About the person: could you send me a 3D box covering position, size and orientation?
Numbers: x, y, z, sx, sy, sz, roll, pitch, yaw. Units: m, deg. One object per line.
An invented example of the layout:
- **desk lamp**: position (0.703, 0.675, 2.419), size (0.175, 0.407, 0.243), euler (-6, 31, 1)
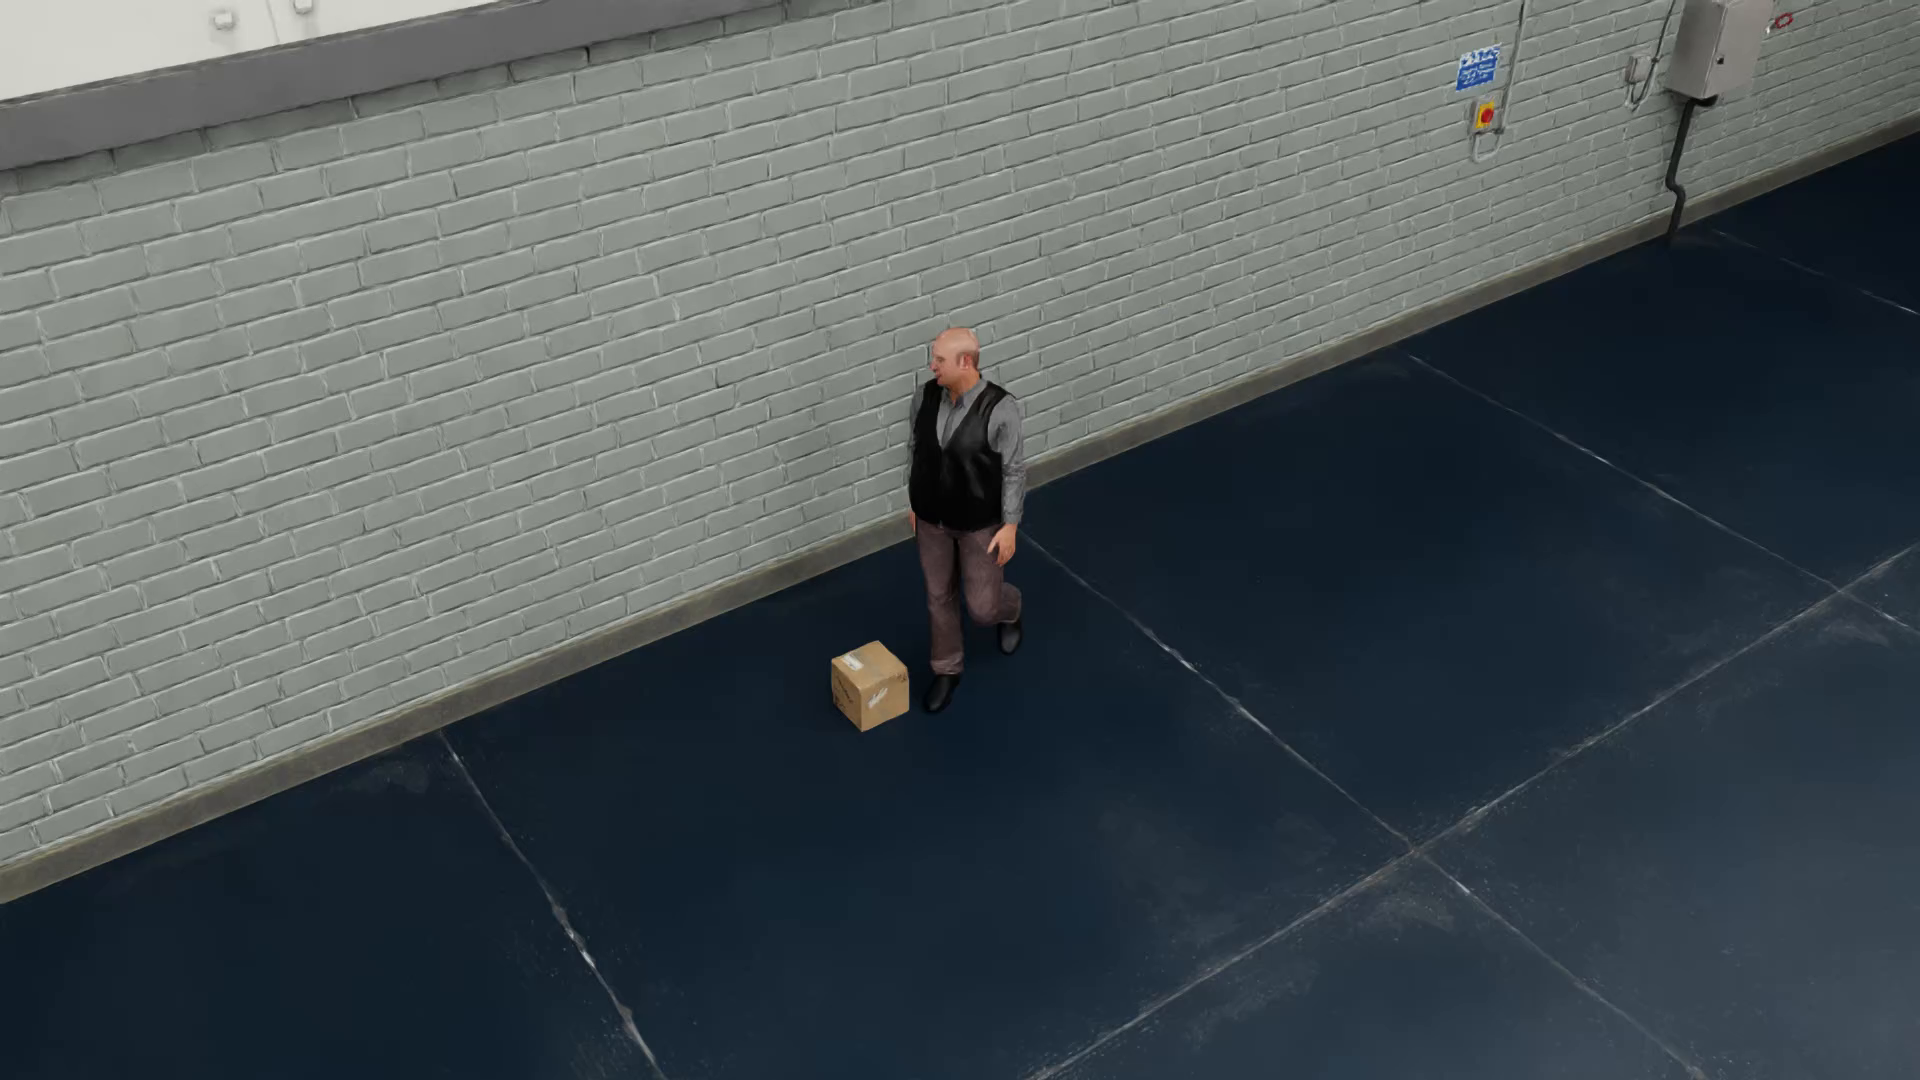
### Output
- **person**: position (-0.002, -0.089, 7.155), size (0.580, 1.703, 0.677), euler (17, 39, 22)
